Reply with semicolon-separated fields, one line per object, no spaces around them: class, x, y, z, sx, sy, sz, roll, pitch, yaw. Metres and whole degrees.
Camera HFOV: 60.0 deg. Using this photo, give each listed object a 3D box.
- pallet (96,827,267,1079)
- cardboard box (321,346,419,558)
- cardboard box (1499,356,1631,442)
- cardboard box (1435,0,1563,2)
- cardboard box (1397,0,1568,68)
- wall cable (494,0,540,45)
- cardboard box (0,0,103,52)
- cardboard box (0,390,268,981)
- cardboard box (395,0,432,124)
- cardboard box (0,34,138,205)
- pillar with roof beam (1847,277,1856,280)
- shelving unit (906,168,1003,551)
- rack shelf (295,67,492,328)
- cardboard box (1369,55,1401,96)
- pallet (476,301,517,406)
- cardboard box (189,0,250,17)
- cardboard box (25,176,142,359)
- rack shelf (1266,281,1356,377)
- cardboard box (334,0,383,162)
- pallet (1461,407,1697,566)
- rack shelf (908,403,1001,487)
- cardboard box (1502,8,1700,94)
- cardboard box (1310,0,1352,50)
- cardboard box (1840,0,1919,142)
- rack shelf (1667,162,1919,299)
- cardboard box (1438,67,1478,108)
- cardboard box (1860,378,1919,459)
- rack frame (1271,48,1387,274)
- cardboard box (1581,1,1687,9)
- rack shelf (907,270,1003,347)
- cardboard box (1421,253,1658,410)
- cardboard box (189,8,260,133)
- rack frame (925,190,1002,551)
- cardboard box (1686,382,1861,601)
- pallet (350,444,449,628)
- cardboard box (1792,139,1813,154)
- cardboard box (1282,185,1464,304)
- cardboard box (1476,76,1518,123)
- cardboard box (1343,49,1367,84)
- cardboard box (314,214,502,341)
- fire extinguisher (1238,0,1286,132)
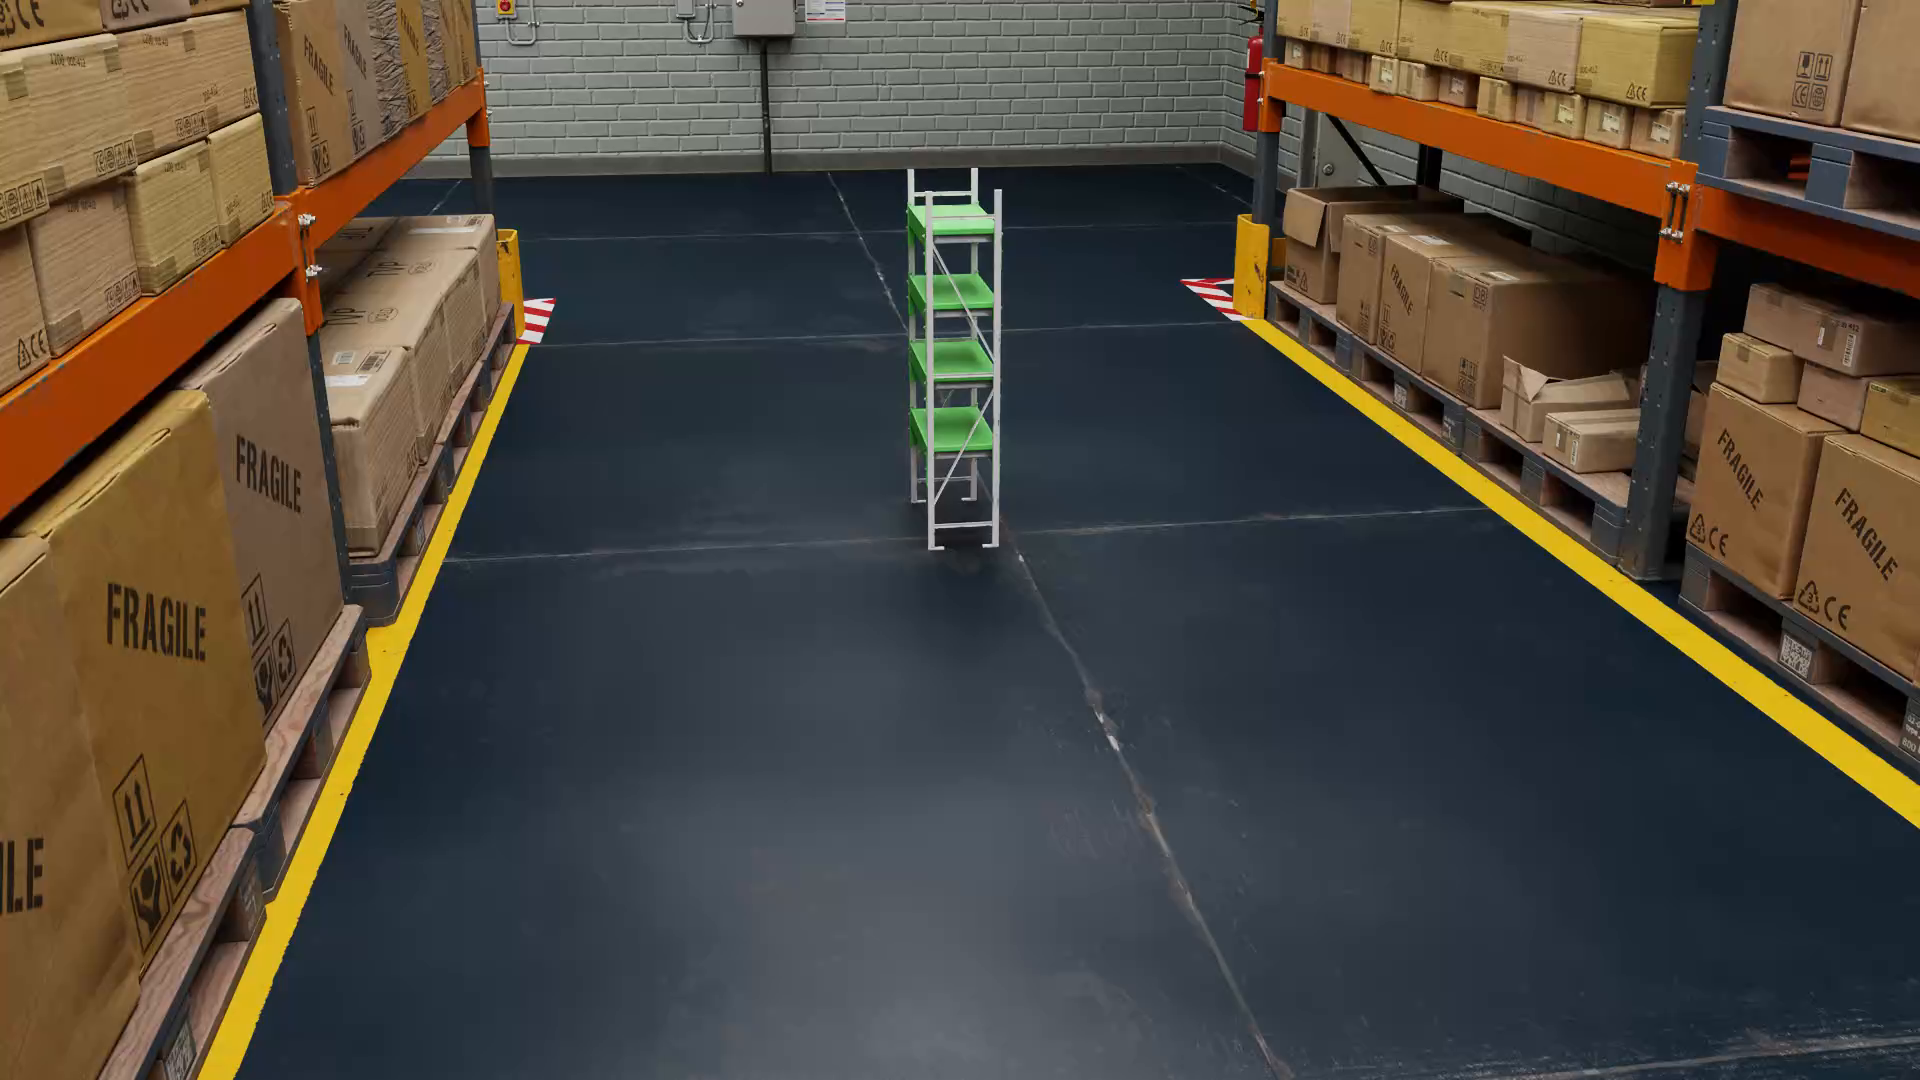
pallet;-1.890;0.934;2.914;1.003;0.211;1.213;-3;21;-8
cardboard box;-2.239;-0.278;5.236;0.875;0.438;0.875;-3;21;-9
cardboard box;2.234;-0.528;6.151;0.396;0.266;0.258;-2;21;-6
cardboard box;2.095;-2.426;6.642;0.500;0.500;0.500;-2;21;-6
cardboard box;2.122;-2.068;6.756;0.500;0.250;0.500;-3;21;-9
wall cable;-3.668;-4.886;13.013;0.585;1.953;0.123;-3;21;-8
cardboard box;-1.807;-1.077;2.741;0.500;0.500;0.500;-2;21;-6
cardboard box;-1.949;0.263;3.163;0.875;0.875;0.875;-2;21;-6
cardboard box;-2.272;-1.807;6.124;0.500;0.500;0.500;-2;21;-6
cardboard box;-1.791;-0.731;2.886;0.500;0.250;0.500;-2;21;-6
pillar with roof beam;-0.812;-4.190;4.075;9.100;9.000;0.400;-3;21;-8
shelving unit;-0.024;-0.619;5.660;0.258;1.200;0.503;-3;21;-8
rack shelf;-2.543;-1.415;6.244;1.077;0.370;4.000;-3;21;-8
cardboard box;1.992;-2.002;7.148;0.380;0.149;0.250;-4;21;-9
pallet;-2.639;-0.865;7.730;1.003;0.211;1.213;-3;21;-8
cardboard box;-1.942;-1.432;3.692;0.500;0.500;0.500;-2;21;-6
cardboard box;-1.815;-0.494;2.966;0.500;0.250;0.500;-3;21;-9
rack shelf;-11.733;0.255;1.034;30.696;2.800;11.642;-3;21;-8
cardboard box;-2.132;-1.456;5.185;0.500;0.500;0.500;-3;21;-7
pallet;2.558;-0.242;6.063;1.003;0.211;1.213;-3;21;-8
rack shelf;-0.024;-0.335;5.766;0.258;0.148;0.480;-3;21;-8
cardboard box;2.254;-1.717;5.814;0.500;0.250;0.500;-3;21;-8
cardboard box;1.951;-2.419;7.696;0.500;0.250;0.500;-3;21;-7
cardboard box;2.579;-1.196;3.889;0.700;0.500;0.500;-3;21;-7
rack shelf;2.944;-0.281;3.210;1.077;0.370;4.000;-3;21;-8
cardboard box;2.155;-1.826;6.677;0.380;0.149;0.250;-3;21;-8
cardboard box;2.609;-0.322;4.338;0.380;0.149;0.250;-4;21;-11
rack frame;2.076;-2.695;8.646;0.949;2.616;0.053;-3;21;-8
cardboard box;2.700;-1.917;6.351;0.500;0.250;0.500;-2;21;-7
rack shelf;-0.024;-0.784;5.598;0.258;0.148;0.480;-3;21;-8
cardboard box;2.308;-0.847;6.670;0.700;0.500;0.500;-4;21;-10
cardboard box;-1.951;-1.083;3.828;0.500;0.250;0.500;-3;21;-8
rack frame;0.011;-0.535;5.433;0.240;1.200;0.015;-3;21;-8
cardboard box;2.503;-0.158;4.823;0.500;0.500;0.500;-2;21;-5
pallet;-2.287;-0.020;5.468;1.003;0.211;1.213;-3;21;-8
cardboard box;2.878;-1.323;5.331;0.380;0.149;0.250;-3;21;-8
cardboard box;2.074;-1.506;8.430;0.797;0.503;0.637;-4;21;-10
cardboard box;2.164;-1.648;6.200;0.380;0.149;0.250;-3;21;-9
cardboard box;1.986;-2.185;7.638;0.380;0.149;0.250;-2;21;-6
cardboard box;-2.638;-1.217;7.749;0.875;0.438;0.875;-4;21;-10
fire extinguisher;1.601;-2.512;8.799;0.296;0.674;0.183;-3;21;-8
